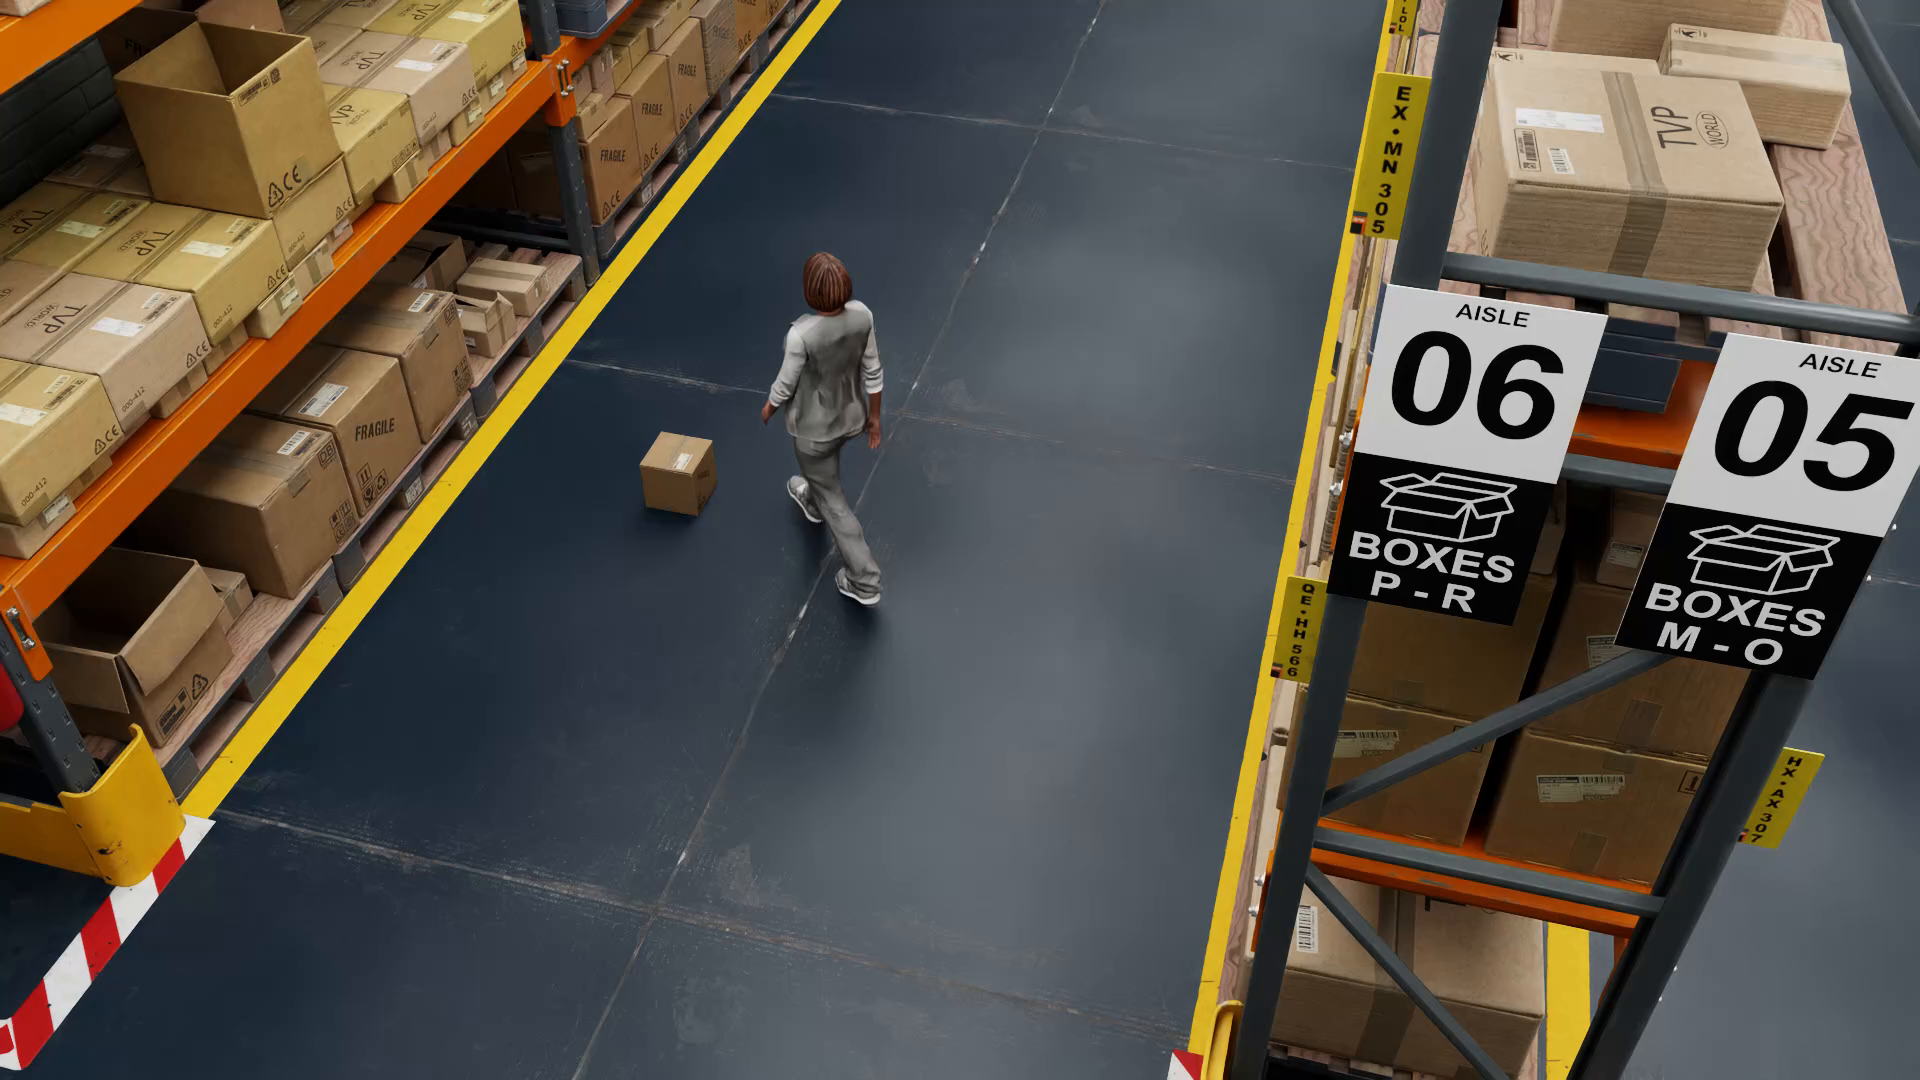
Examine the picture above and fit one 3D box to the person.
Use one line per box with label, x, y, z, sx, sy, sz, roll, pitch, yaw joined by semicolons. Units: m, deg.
person;-0.577;-0.519;6.745;0.419;1.546;0.881;-30;50;-30
